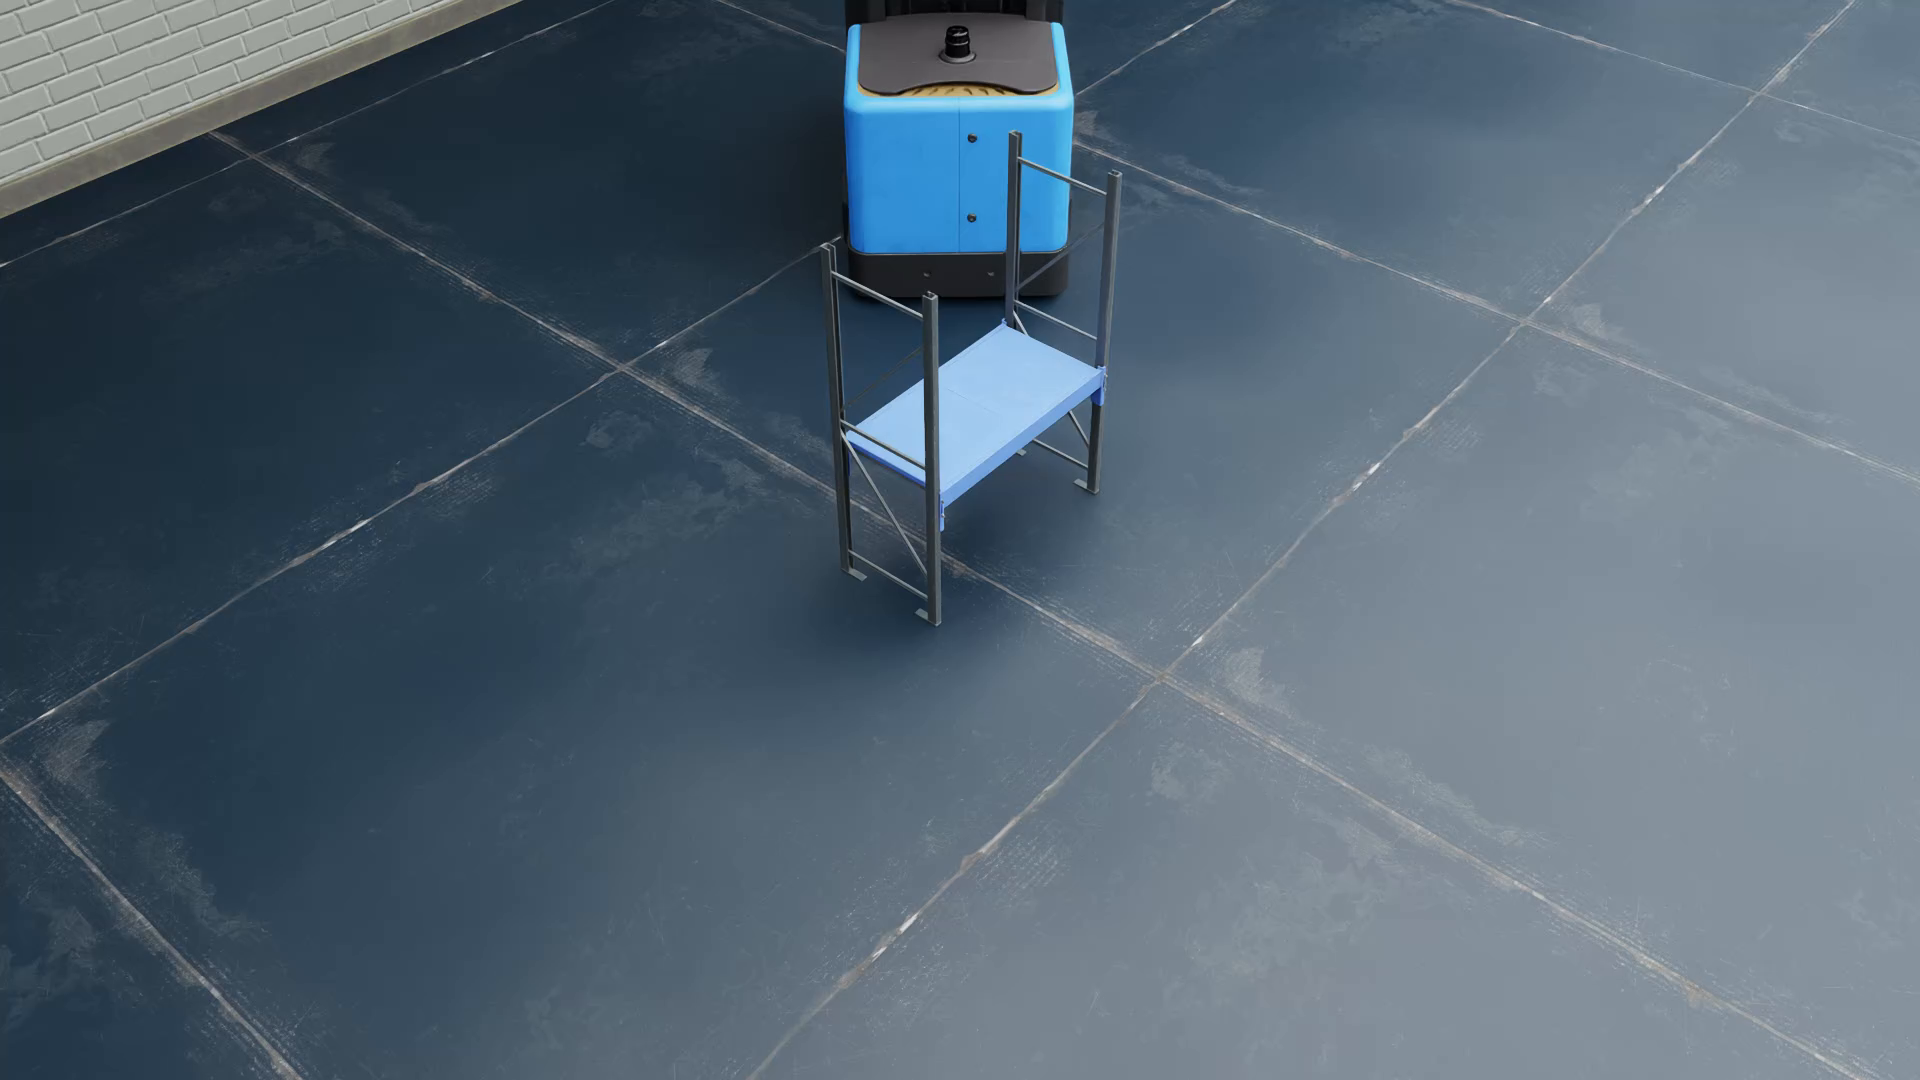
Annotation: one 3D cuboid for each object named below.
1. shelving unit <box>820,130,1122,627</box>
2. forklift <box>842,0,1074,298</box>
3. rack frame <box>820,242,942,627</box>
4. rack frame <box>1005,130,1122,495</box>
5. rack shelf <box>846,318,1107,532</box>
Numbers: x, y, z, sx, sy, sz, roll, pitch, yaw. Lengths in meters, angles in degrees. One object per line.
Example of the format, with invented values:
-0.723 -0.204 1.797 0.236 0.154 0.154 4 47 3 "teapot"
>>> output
0.055 -0.599 6.294 0.538 1.500 1.048 29 50 28 "shelving unit"
-0.035 -3.207 8.099 1.130 2.935 3.031 -1 42 -1 "forklift"
-0.272 -0.337 6.006 0.500 1.500 0.032 29 50 28 "rack frame"
0.382 -0.861 6.582 0.500 1.500 0.032 29 50 28 "rack frame"
0.055 -0.466 6.415 0.538 0.185 1.000 29 50 28 "rack shelf"
